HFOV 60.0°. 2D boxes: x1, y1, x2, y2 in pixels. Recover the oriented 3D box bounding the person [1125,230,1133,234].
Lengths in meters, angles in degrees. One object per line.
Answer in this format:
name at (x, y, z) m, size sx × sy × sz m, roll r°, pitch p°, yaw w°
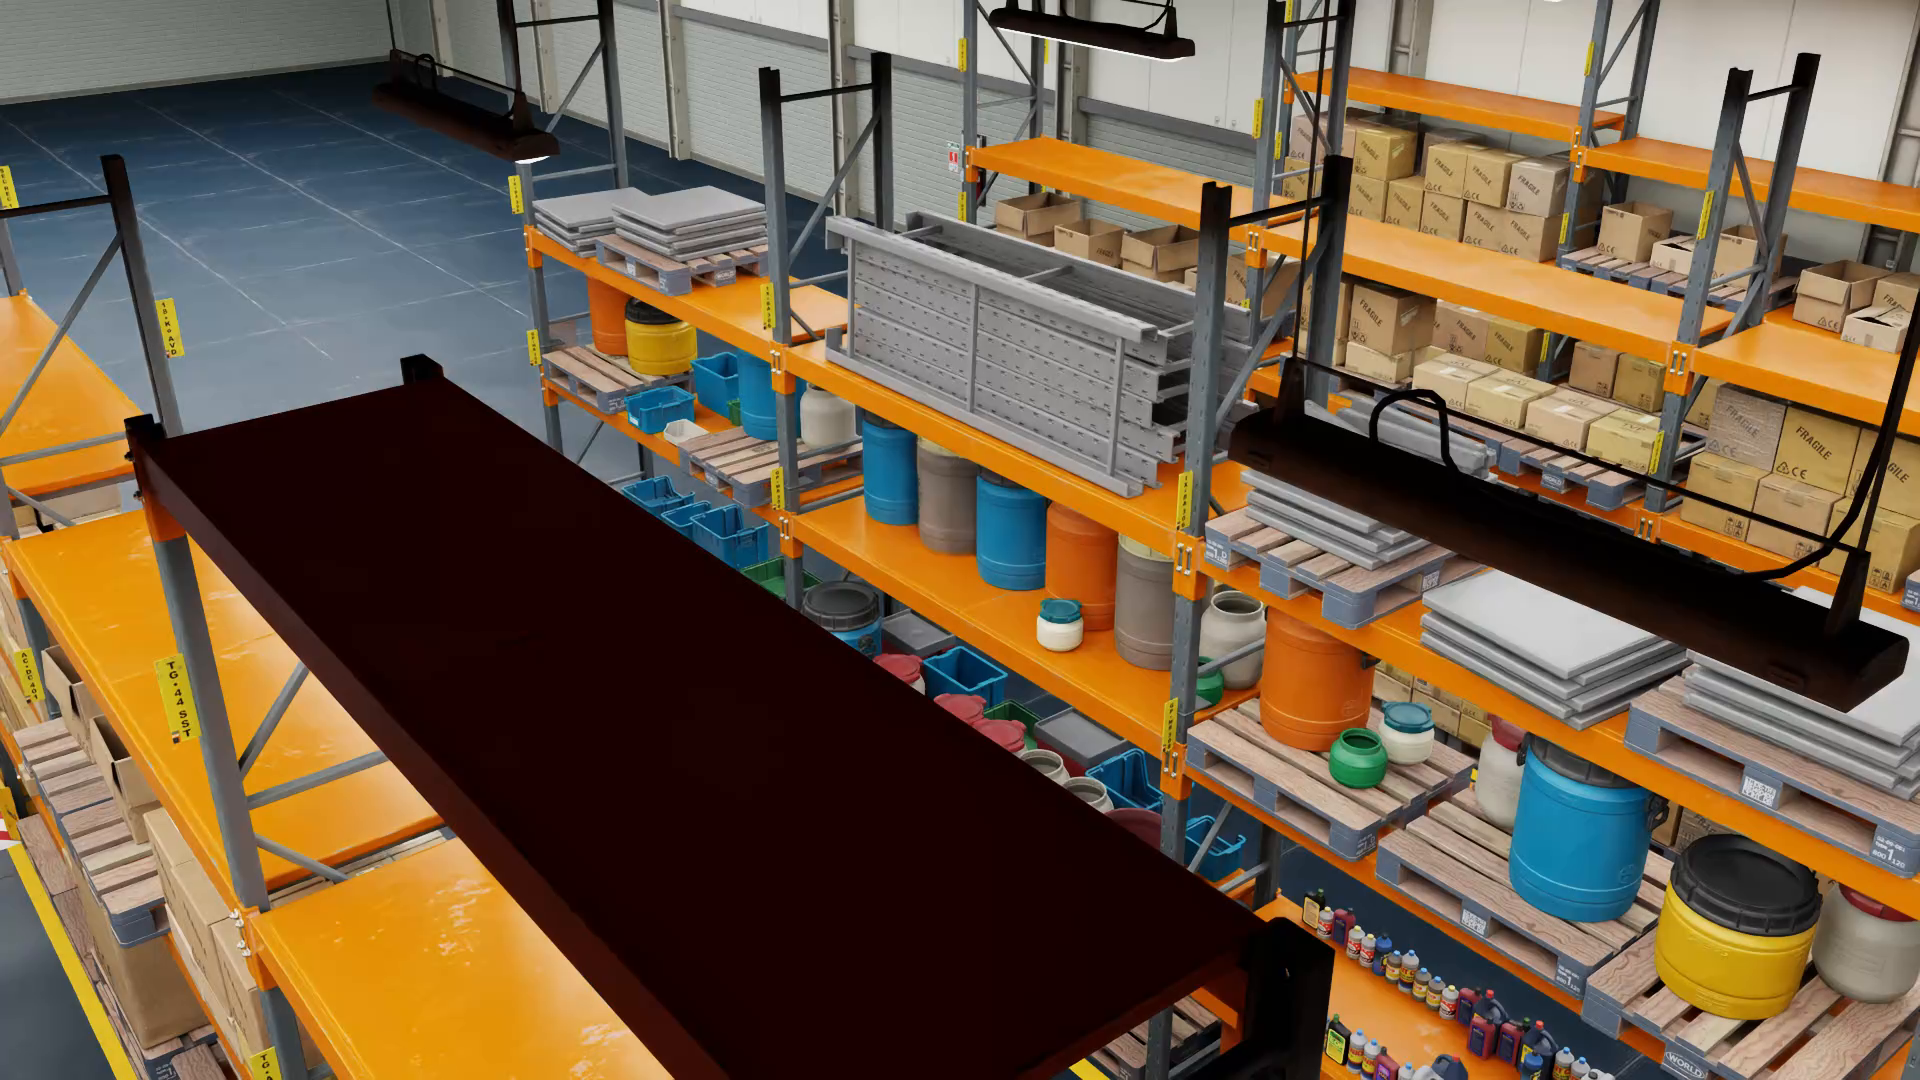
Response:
person at (2.367, -3.706, 24.016) m, size 0.945 × 1.607 × 0.500 m, roll 14°, pitch 29°, yaw 27°
